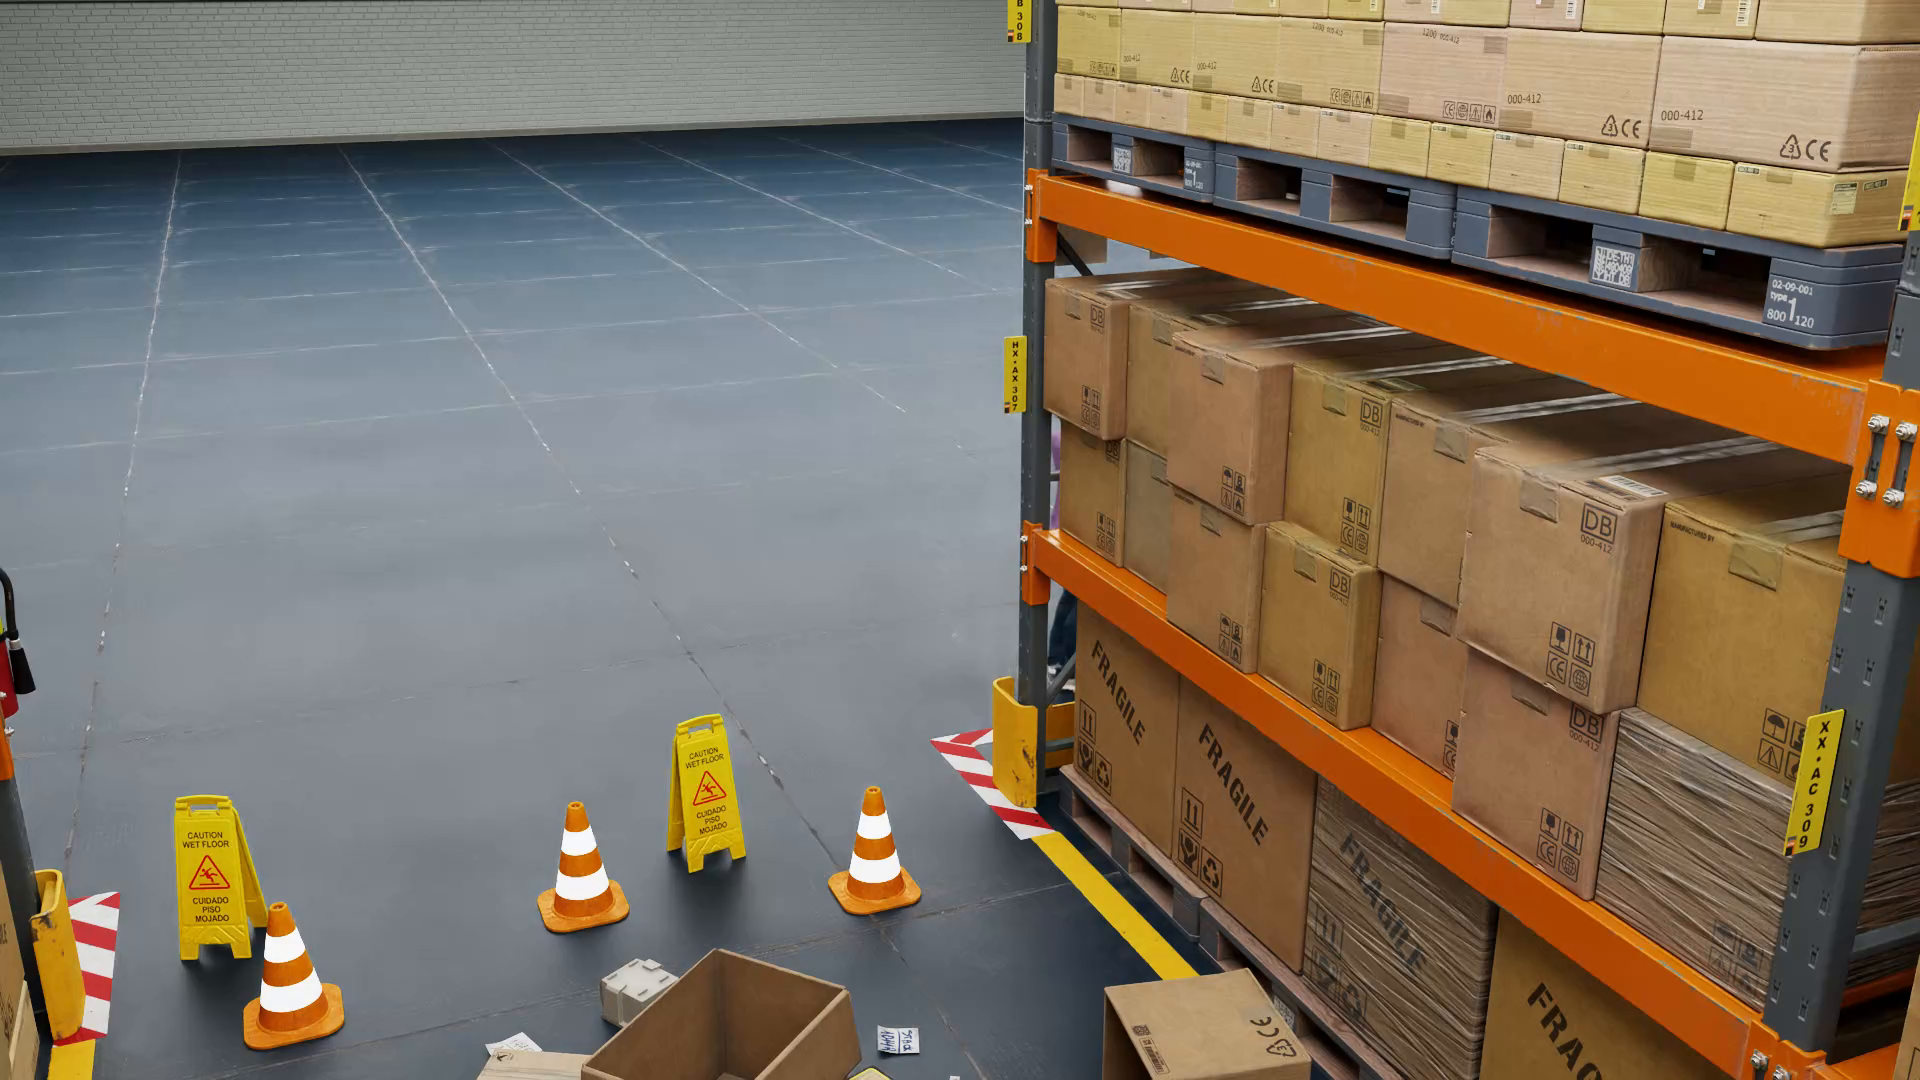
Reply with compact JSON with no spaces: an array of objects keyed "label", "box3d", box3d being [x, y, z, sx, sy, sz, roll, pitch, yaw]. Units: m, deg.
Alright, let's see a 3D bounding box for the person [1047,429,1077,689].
[{"label":"person","box3d":[0.612,-0.011,8.635,0.303,1.596,0.407,-6,20,-16]}]
